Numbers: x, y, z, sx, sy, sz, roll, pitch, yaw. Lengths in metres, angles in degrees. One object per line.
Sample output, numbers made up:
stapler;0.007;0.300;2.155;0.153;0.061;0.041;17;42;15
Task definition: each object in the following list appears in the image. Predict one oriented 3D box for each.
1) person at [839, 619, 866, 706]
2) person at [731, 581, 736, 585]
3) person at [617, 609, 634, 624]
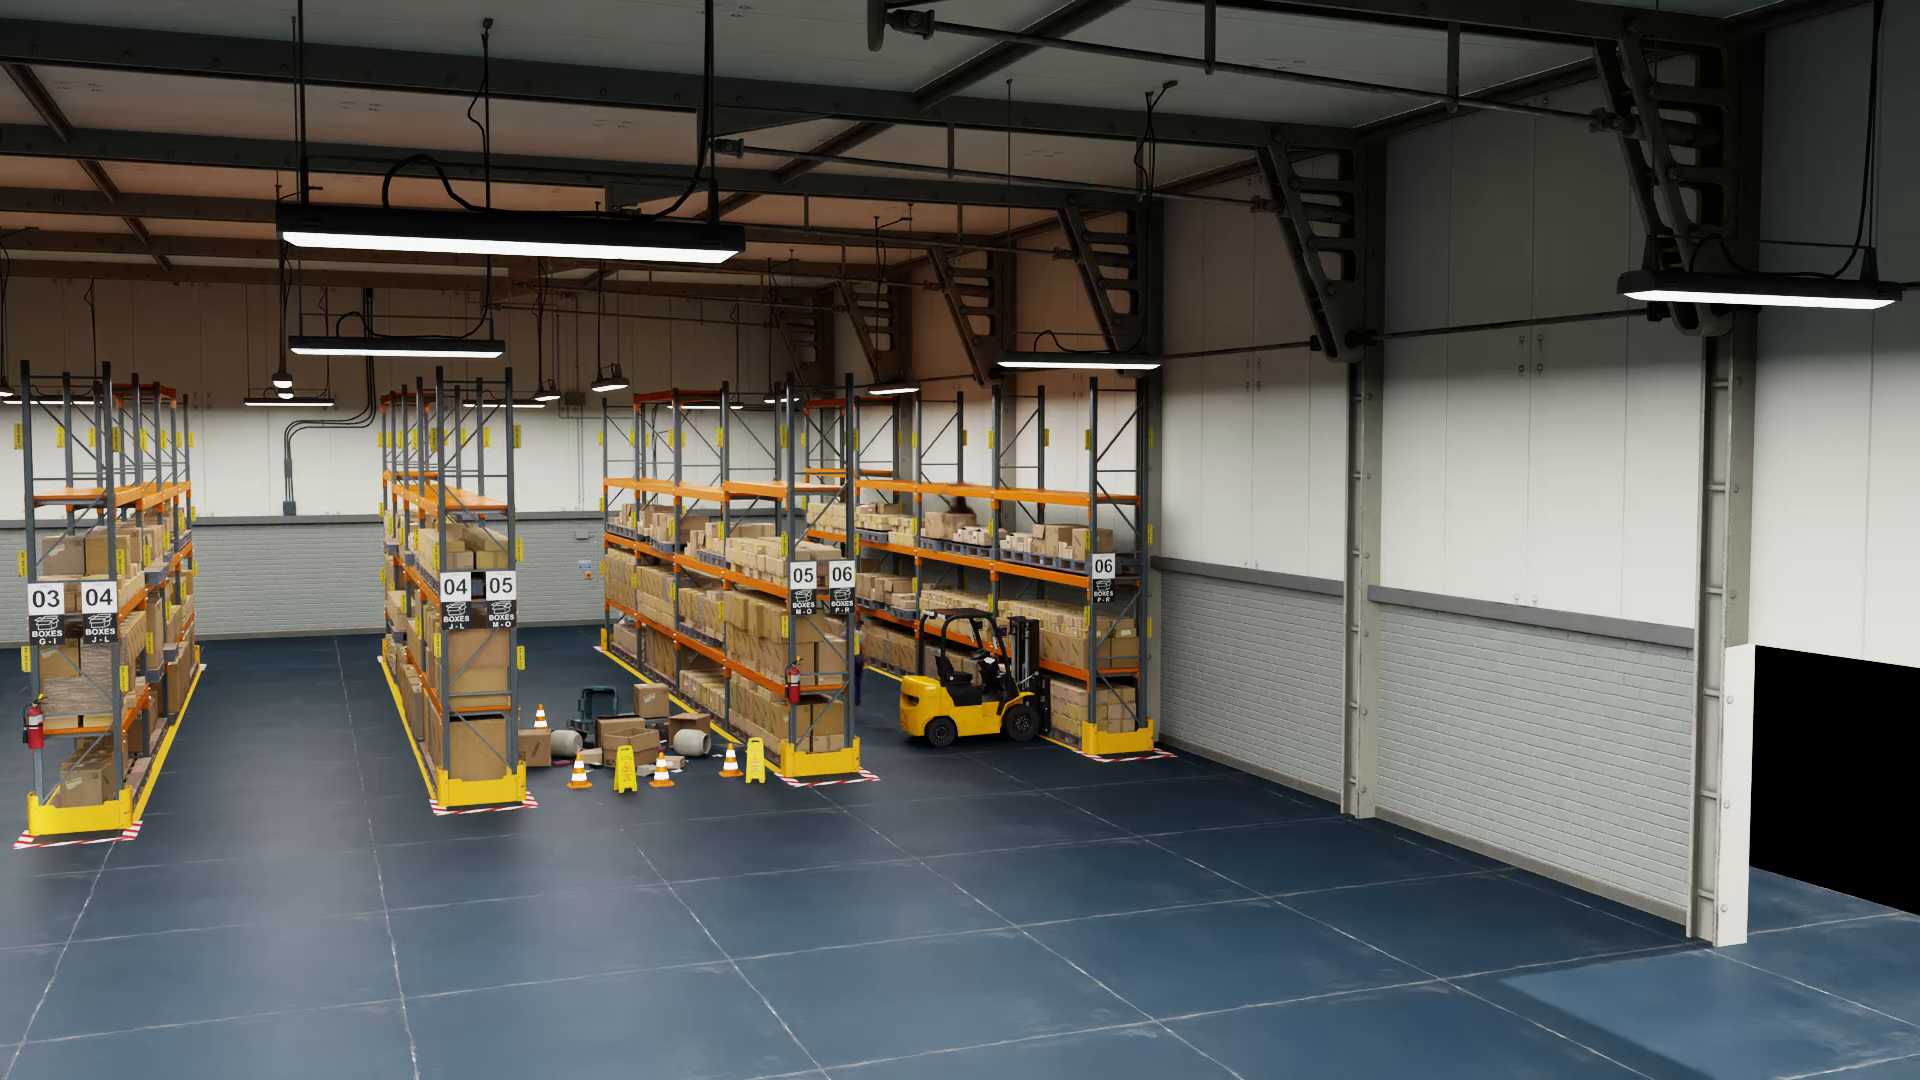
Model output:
person;-1.979;2.223;30.275;0.472;1.644;0.777;-1;4;-22
person;-5.561;1.736;40.602;0.513;1.703;0.387;2;4;25
person;-8.679;1.533;43.053;0.627;1.786;0.545;-1;3;-9
